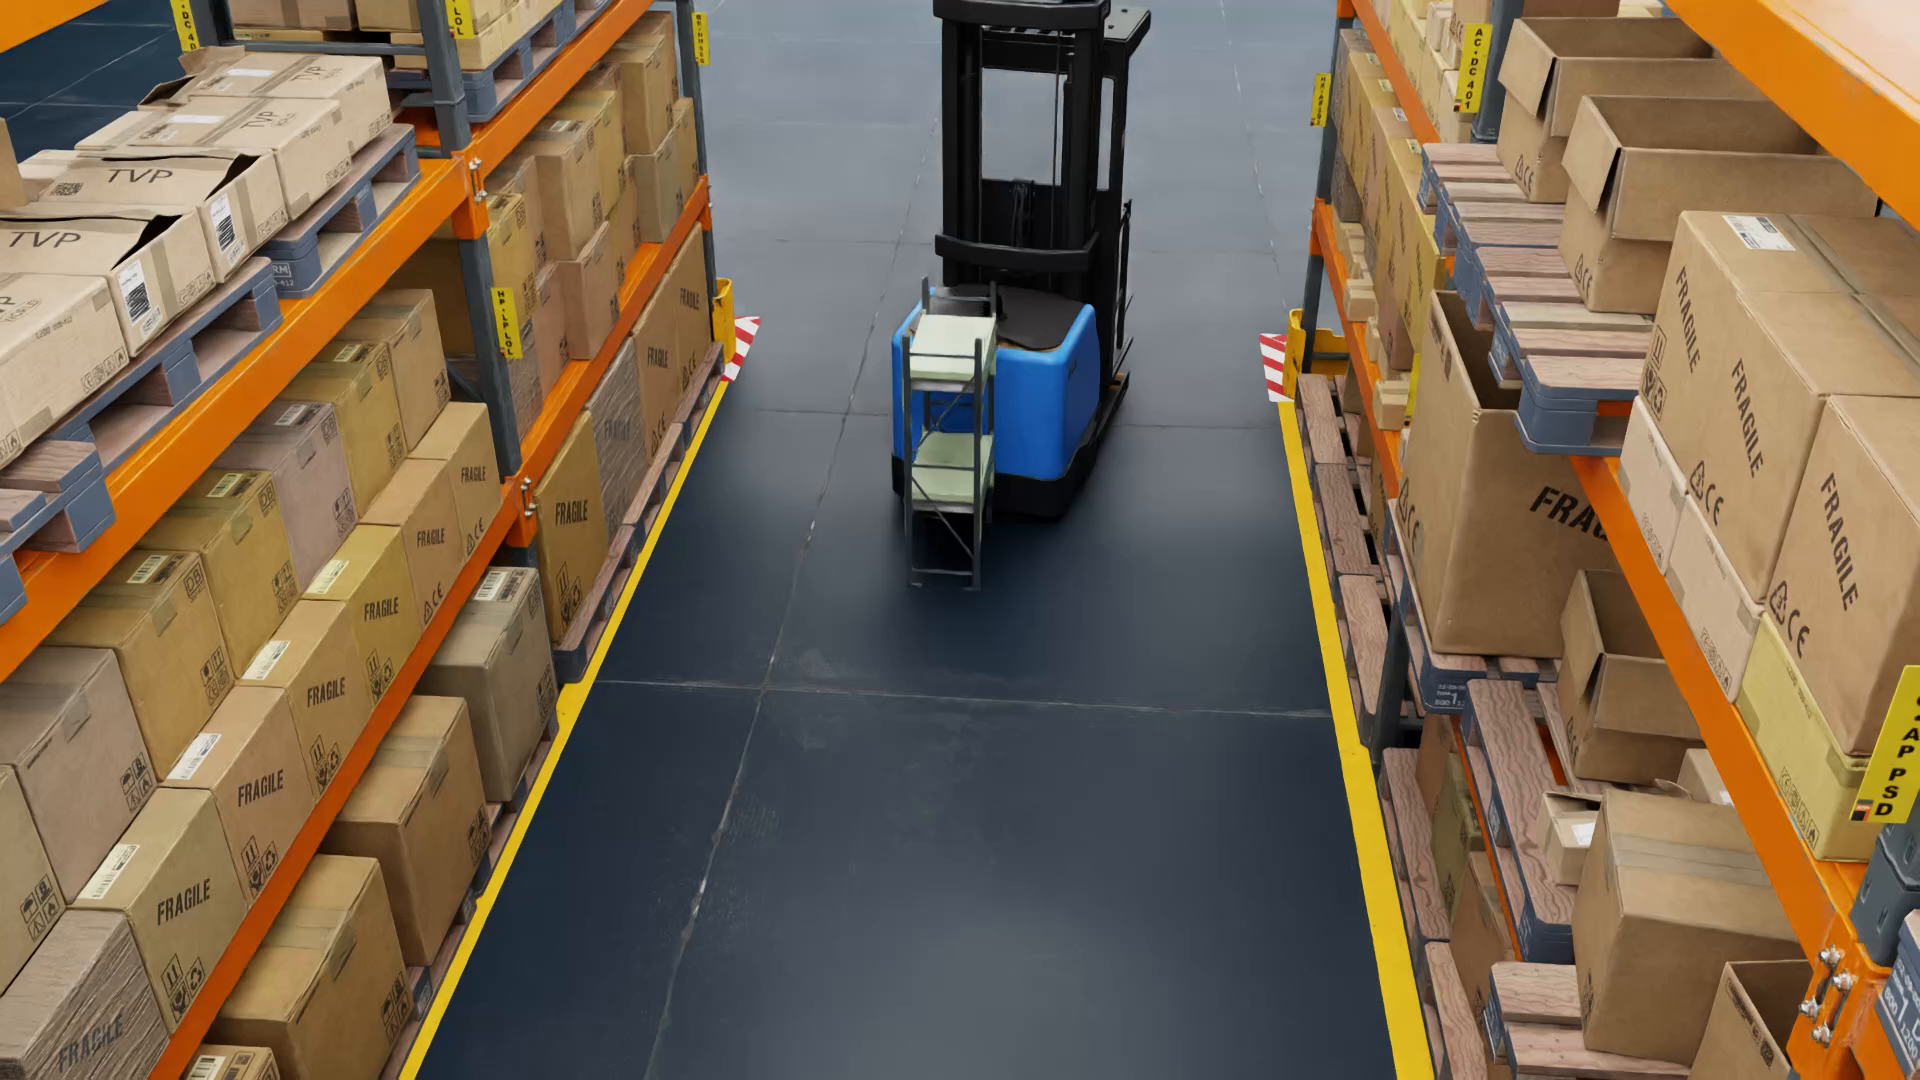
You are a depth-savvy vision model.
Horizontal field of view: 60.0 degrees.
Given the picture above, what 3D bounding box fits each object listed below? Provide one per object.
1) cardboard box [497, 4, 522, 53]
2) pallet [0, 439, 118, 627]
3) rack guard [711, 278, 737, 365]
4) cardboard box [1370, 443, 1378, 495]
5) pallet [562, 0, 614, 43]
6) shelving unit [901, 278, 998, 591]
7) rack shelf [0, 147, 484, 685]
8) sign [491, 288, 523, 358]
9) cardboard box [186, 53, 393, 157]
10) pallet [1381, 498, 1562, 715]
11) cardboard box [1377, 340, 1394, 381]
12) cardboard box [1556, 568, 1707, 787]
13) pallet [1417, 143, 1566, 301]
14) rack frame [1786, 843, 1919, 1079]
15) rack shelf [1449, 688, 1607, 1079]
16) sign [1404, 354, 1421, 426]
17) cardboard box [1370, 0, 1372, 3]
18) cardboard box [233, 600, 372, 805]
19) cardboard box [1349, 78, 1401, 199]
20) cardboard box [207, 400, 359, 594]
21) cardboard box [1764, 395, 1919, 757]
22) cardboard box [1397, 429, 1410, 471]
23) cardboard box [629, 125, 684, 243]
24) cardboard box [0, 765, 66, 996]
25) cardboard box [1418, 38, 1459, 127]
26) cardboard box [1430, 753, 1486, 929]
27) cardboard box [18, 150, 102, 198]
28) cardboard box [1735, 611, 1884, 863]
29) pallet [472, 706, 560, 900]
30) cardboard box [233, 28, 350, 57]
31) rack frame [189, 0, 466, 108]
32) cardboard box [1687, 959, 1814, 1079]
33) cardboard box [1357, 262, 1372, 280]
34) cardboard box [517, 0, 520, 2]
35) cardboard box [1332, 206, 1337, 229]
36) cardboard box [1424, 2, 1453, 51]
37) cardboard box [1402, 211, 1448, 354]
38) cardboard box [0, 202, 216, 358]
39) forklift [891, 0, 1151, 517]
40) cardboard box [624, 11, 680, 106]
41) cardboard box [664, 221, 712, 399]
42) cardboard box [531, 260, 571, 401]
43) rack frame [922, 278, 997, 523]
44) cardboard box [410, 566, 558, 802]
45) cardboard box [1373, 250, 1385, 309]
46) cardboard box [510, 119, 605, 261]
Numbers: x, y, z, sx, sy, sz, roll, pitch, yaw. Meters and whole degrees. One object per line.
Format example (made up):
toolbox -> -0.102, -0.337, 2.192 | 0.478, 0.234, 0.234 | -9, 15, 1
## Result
cardboard box -> -2.107, -2.194, 7.117 | 0.380, 0.149, 0.250 | 3, 32, 4
pallet -> -2.821, 0.064, 3.887 | 1.213, 0.211, 1.003 | 4, 32, 6
rack guard -> -2.167, -1.532, 11.539 | 1.175, 0.500, 0.348 | 2, 32, 4
cardboard box -> 2.614, -0.467, 9.411 | 0.500, 0.500, 0.500 | 5, 32, 9
pallet -> -2.316, -2.794, 8.431 | 1.003, 0.211, 1.213 | 2, 32, 4
shelving unit -> -0.048, -0.568, 9.020 | 0.431, 1.500, 0.755 | 4, 32, 6
rack shelf -> -2.658, -0.417, 5.174 | 1.077, 0.370, 4.000 | 2, 32, 4
sign -> -1.953, -0.933, 7.157 | 0.100, 0.325, 0.005 | 2, 32, 4
cardboard box -> -2.393, -1.550, 5.974 | 0.500, 0.250, 0.500 | 3, 32, 5
pallet -> 2.233, 0.248, 6.451 | 1.003, 0.211, 1.213 | 2, 32, 4
cardboard box -> 2.316, -0.896, 8.365 | 0.380, 0.149, 0.250 | 2, 32, 4
cardboard box -> 2.391, 0.461, 5.425 | 0.797, 0.503, 0.637 | 6, 32, 9
pallet -> 2.284, -1.106, 5.785 | 1.213, 0.211, 1.003 | 2, 32, 4
rack frame -> 2.115, 1.865, 3.645 | 1.000, 3.000, 0.127 | 2, 32, 4
rack shelf -> 2.278, 1.125, 5.531 | 1.077, 0.370, 4.000 | 2, 32, 4
sign -> 1.899, -0.615, 6.843 | 0.100, 0.325, 0.005 | 2, 32, 4
cardboard box -> 2.434, -3.021, 8.857 | 0.500, 0.250, 0.500 | 2, 32, 3
cardboard box -> -2.392, 0.544, 5.693 | 0.500, 0.500, 0.500 | 2, 32, 3
cardboard box -> 2.363, -2.115, 8.771 | 0.500, 0.500, 0.500 | 2, 32, 4
cardboard box -> -2.611, -0.167, 5.893 | 0.700, 0.500, 0.500 | 3, 32, 4
cardboard box -> 1.904, 0.072, 3.123 | 0.500, 0.500, 0.500 | 3, 32, 5
cardboard box -> 2.195, -0.375, 7.520 | 0.380, 0.149, 0.250 | 2, 32, 4
cardboard box -> -2.177, -2.163, 10.037 | 0.875, 0.550, 0.550 | 2, 32, 4
cardboard box -> -2.774, 0.897, 4.167 | 0.700, 0.500, 0.500 | 2, 32, 4
cardboard box -> 2.270, -1.962, 7.139 | 0.500, 0.250, 0.500 | 3, 32, 5
cardboard box -> 2.311, 1.219, 6.657 | 0.700, 0.500, 0.500 | 2, 32, 4
cardboard box -> -2.868, -1.161, 5.440 | 0.380, 0.149, 0.250 | 2, 32, 4
cardboard box -> 1.909, 0.393, 3.318 | 0.500, 0.250, 0.500 | 3, 32, 4
pallet -> -2.482, 1.102, 7.541 | 1.003, 0.211, 1.213 | 2, 32, 4
cardboard box -> -2.784, -2.087, 6.943 | 0.380, 0.149, 0.250 | 2, 32, 4
rack frame -> -2.495, -3.046, 5.895 | 1.000, 3.000, 0.127 | 2, 32, 4
cardboard box -> 2.119, 1.359, 3.970 | 0.500, 0.500, 0.500 | -1, 32, -2
cardboard box -> 2.410, -1.419, 9.213 | 0.380, 0.149, 0.250 | 2, 32, 4
cardboard box -> -2.136, -2.560, 7.331 | 0.500, 0.250, 0.500 | 2, 32, 4
cardboard box -> 2.466, -1.943, 10.063 | 0.380, 0.149, 0.250 | 2, 32, 4
cardboard box -> 2.223, -2.208, 7.158 | 0.380, 0.149, 0.250 | 2, 32, 2
cardboard box -> 2.203, -1.069, 7.074 | 0.500, 0.500, 0.500 | 2, 32, 4
cardboard box -> -2.460, -0.760, 4.635 | 0.500, 0.311, 0.500 | 2, 32, 3
forklift -> 0.499, -2.147, 10.221 | 1.130, 2.935, 3.031 | 9, 33, 14
cardboard box -> -2.238, -2.914, 10.228 | 0.875, 0.550, 0.550 | 2, 32, 4
cardboard box -> -2.158, -1.500, 10.730 | 0.875, 0.875, 0.875 | 3, 32, 4
cardboard box -> -2.454, -1.037, 8.212 | 0.875, 0.550, 0.550 | 2, 32, 4
rack frame -> -0.006, -0.758, 9.330 | 0.400, 1.500, 0.023 | 4, 32, 6
cardboard box -> -2.456, 0.616, 7.416 | 1.050, 0.750, 0.750 | 2, 32, 4
cardboard box -> 2.637, -1.414, 8.587 | 0.875, 0.500, 0.500 | 2, 32, 4
cardboard box -> -2.321, -1.776, 8.380 | 0.875, 0.550, 0.550 | 2, 32, 4
